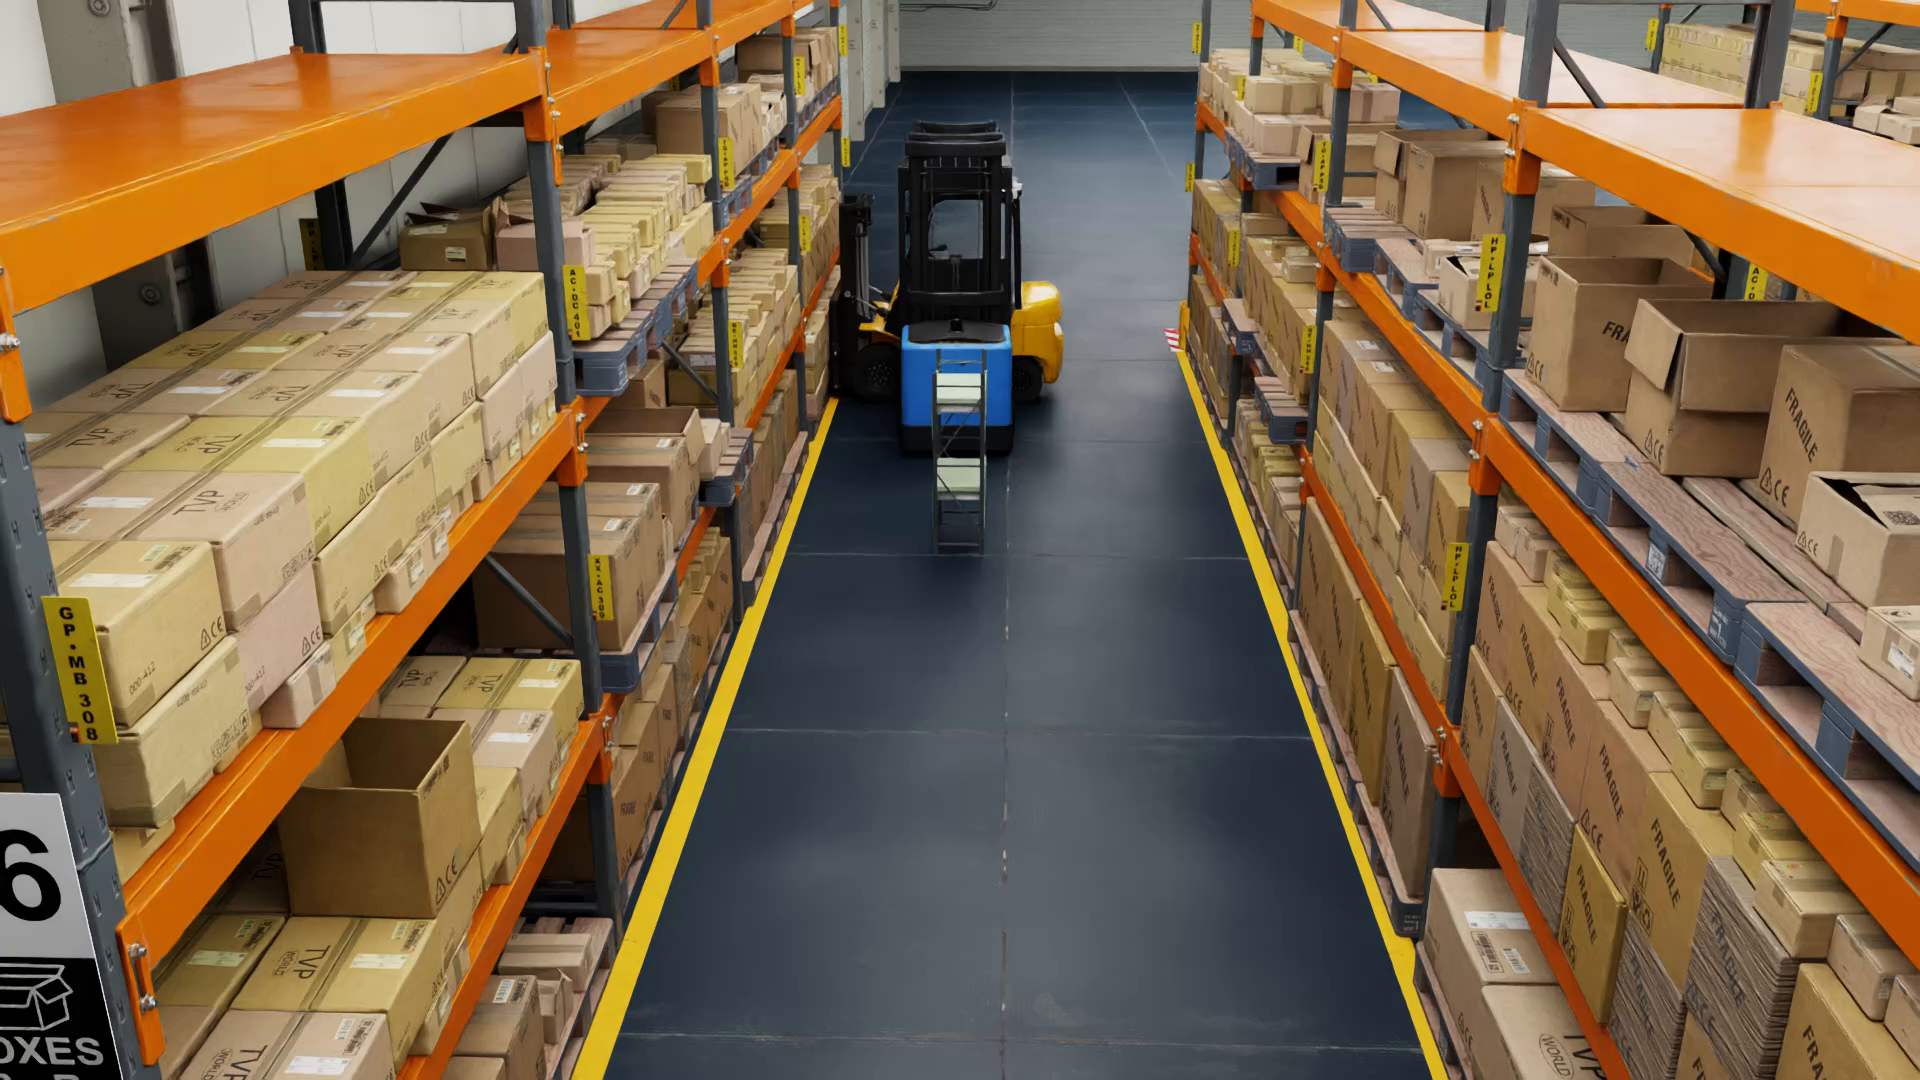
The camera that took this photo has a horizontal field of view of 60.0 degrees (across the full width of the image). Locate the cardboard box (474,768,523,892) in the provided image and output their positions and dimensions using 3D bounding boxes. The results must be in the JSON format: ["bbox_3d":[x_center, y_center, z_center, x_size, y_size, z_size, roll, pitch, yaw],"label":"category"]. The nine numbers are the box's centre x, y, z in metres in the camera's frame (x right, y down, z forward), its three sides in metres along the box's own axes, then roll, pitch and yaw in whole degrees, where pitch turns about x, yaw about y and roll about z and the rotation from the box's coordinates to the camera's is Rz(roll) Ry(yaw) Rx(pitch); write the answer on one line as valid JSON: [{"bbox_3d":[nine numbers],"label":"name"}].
[{"bbox_3d":[-1.994,1.098,6.349,0.500,0.250,0.500,0,21,1],"label":"cardboard box"}]

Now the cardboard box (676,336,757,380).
[{"bbox_3d":[-1.798,-1.330,12.326,0.500,0.250,0.500,1,21,3],"label":"cardboard box"}]

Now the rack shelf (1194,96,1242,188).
[{"bbox_3d":[3.072,-4.007,16.558,1.077,0.370,4.000,1,21,2],"label":"rack shelf"}]

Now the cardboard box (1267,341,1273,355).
[{"bbox_3d":[2.632,-1.536,13.107,0.380,0.149,0.250,0,21,0],"label":"cardboard box"}]

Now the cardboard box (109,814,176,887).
[{"bbox_3d":[-2.073,0.670,3.855,0.380,0.149,0.250,1,21,3],"label":"cardboard box"}]

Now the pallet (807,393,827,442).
[{"bbox_3d":[-1.884,-1.262,16.488,1.003,0.211,1.213,1,21,2],"label":"pallet"}]

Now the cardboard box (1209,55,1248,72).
[{"bbox_3d":[2.775,-4.923,17.169,0.380,0.149,0.250,1,21,1],"label":"cardboard box"}]

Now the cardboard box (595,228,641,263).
[{"bbox_3d":[-1.778,-1.429,8.136,0.380,0.149,0.250,0,21,1],"label":"cardboard box"}]

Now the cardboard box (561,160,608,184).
[{"bbox_3d":[-2.397,-2.260,10.304,0.380,0.149,0.250,1,21,2],"label":"cardboard box"}]

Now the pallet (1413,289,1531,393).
[{"bbox_3d":[2.746,-0.970,8.000,0.805,0.209,1.217,0,21,-1],"label":"pallet"}]

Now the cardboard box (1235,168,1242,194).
[{"bbox_3d":[3.312,-3.949,17.628,0.700,0.500,0.500,1,21,2],"label":"cardboard box"}]

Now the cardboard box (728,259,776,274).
[{"bbox_3d":[-1.789,-2.316,14.316,0.380,0.149,0.250,1,21,2],"label":"cardboard box"}]

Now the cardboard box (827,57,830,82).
[{"bbox_3d":[-1.558,-4.904,17.342,0.396,0.266,0.258,1,21,2],"label":"cardboard box"}]

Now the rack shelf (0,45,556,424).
[{"bbox_3d":[-2.255,-1.119,4.971,1.077,0.370,4.000,1,21,2],"label":"rack shelf"}]

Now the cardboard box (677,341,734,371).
[{"bbox_3d":[-1.768,-1.289,11.670,0.380,0.149,0.250,1,21,3],"label":"cardboard box"}]

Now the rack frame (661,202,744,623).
[{"bbox_3d":[-2.072,-0.828,11.517,1.000,3.000,0.127,1,21,2],"label":"rack frame"}]

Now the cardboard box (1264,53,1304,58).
[{"bbox_3d":[3.382,-5.010,17.392,0.380,0.149,0.250,0,21,1],"label":"cardboard box"}]

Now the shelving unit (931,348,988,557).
[{"bbox_3d":[0.000,-0.702,13.264,0.431,1.500,0.755,1,21,2],"label":"shelving unit"}]

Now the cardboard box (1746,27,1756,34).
[{"bbox_3d":[8.396,-5.236,17.257,0.380,0.149,0.250,1,21,3],"label":"cardboard box"}]

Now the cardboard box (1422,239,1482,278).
[{"bbox_3d":[2.675,-1.499,8.842,0.380,0.166,0.250,2,21,6],"label":"cardboard box"}]

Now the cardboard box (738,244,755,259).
[{"bbox_3d":[-2.207,-2.486,15.652,0.500,0.500,0.500,1,21,1],"label":"cardboard box"}]

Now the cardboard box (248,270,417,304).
[{"bbox_3d":[-2.493,-0.906,6.676,0.500,0.250,0.500,0,21,1],"label":"cardboard box"}]

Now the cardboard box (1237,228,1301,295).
[{"bbox_3d":[2.710,-2.436,14.530,0.500,0.500,0.500,1,21,3],"label":"cardboard box"}]

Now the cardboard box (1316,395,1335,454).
[{"bbox_3d":[2.627,-0.758,10.851,0.500,0.250,0.500,0,21,1],"label":"cardboard box"}]

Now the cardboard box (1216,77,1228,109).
[{"bbox_3d":[2.800,-4.402,16.376,0.500,0.250,0.500,1,21,3],"label":"cardboard box"}]

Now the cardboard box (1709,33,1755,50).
[{"bbox_3d":[7.715,-4.968,16.566,0.380,0.149,0.250,0,21,1],"label":"cardboard box"}]

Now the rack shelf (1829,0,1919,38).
[{"bbox_3d":[7.901,-3.755,12.314,1.077,0.370,4.000,1,21,2],"label":"rack shelf"}]

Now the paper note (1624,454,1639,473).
[{"bbox_3d":[2.128,-0.244,5.279,0.006,0.032,0.123,1,21,2],"label":"paper note"}]

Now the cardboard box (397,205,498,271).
[{"bbox_3d":[-2.253,-1.349,7.356,0.396,0.266,0.258,0,21,1],"label":"cardboard box"}]

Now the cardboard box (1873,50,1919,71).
[{"bbox_3d":[8.313,-4.226,14.655,0.380,0.149,0.250,1,21,2],"label":"cardboard box"}]

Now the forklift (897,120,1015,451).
[{"bbox_3d":[-0.051,-2.680,16.383,1.130,2.935,3.031,0,21,-1],"label":"forklift"}]

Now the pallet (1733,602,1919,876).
[{"bbox_3d":[2.658,0.492,4.089,1.003,0.211,1.213,1,21,2],"label":"pallet"}]

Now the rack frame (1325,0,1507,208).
[{"bbox_3d":[2.889,-3.572,10.294,1.000,3.000,0.127,1,21,2],"label":"rack frame"}]

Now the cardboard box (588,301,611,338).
[{"bbox_3d":[-1.787,-1.009,7.465,0.380,0.149,0.250,1,21,2],"label":"cardboard box"}]

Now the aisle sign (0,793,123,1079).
[{"bbox_3d":[-2.024,0.880,3.520,0.394,0.787,0.004,1,21,2],"label":"aisle sign"}]

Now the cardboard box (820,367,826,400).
[{"bbox_3d":[-1.605,-1.543,16.580,0.500,0.250,0.500,0,21,0],"label":"cardboard box"}]

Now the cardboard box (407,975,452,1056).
[{"bbox_3d":[-1.942,1.600,5.605,0.380,0.149,0.250,0,21,0],"label":"cardboard box"}]

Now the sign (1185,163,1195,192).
[{"bbox_3d":[2.590,-4.077,18.693,0.100,0.325,0.005,1,21,2],"label":"sign"}]

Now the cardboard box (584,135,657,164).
[{"bbox_3d":[-2.306,-2.664,11.589,0.500,0.250,0.500,1,21,2],"label":"cardboard box"}]

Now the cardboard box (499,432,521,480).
[{"bbox_3d":[-1.937,-0.344,6.471,0.380,0.149,0.250,1,21,3],"label":"cardboard box"}]

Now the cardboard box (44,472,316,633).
[{"bbox_3d":[-2.017,0.023,4.282,0.500,0.250,0.500,0,21,1],"label":"cardboard box"}]

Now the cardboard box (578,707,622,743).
[{"bbox_3d":[-1.957,0.925,8.564,0.380,0.149,0.250,0,21,-1],"label":"cardboard box"}]

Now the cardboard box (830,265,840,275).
[{"bbox_3d":[-1.531,-2.931,18.774,0.500,0.250,0.500,1,21,3],"label":"cardboard box"}]

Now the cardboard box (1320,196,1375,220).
[{"bbox_3d":[2.688,-2.262,11.413,0.380,0.149,0.250,1,21,2],"label":"cardboard box"}]

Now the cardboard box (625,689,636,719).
[{"bbox_3d":[-1.995,0.865,9.130,0.380,0.149,0.250,0,21,1],"label":"cardboard box"}]

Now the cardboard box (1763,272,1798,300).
[{"bbox_3d":[7.961,-2.407,15.377,0.875,0.550,0.550,1,21,2],"label":"cardboard box"}]

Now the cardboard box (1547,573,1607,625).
[{"bbox_3d":[2.472,0.242,6.340,0.380,0.149,0.250,0,21,1],"label":"cardboard box"}]

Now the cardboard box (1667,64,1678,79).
[{"bbox_3d":[7.746,-4.961,17.649,0.380,0.149,0.250,1,21,2],"label":"cardboard box"}]

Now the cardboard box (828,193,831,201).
[{"bbox_3d":[-1.606,-3.755,18.026,0.380,0.149,0.250,1,21,3],"label":"cardboard box"}]

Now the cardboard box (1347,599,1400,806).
[{"bbox_3d":[2.726,0.914,9.382,0.875,0.875,0.875,1,21,3],"label":"cardboard box"}]

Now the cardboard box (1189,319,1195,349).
[{"bbox_3d":[2.832,-2.293,18.512,0.500,0.250,0.500,0,21,1],"label":"cardboard box"}]

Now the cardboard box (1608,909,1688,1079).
[{"bbox_3d":[2.432,1.526,5.310,0.500,0.500,0.500,1,21,3],"label":"cardboard box"}]

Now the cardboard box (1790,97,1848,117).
[{"bbox_3d":[7.653,-3.862,14.818,0.380,0.149,0.250,1,21,1],"label":"cardboard box"}]

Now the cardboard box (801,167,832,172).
[{"bbox_3d":[-1.605,-3.987,18.212,0.380,0.149,0.250,1,21,2],"label":"cardboard box"}]

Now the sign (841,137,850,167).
[{"bbox_3d":[-1.287,-4.360,18.691,0.100,0.325,0.005,1,21,2],"label":"sign"}]

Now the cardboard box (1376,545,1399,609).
[{"bbox_3d":[2.580,0.210,9.048,0.500,0.250,0.500,0,21,0],"label":"cardboard box"}]

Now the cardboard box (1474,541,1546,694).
[{"bbox_3d":[2.511,0.328,7.016,0.500,0.500,0.500,1,21,2],"label":"cardboard box"}]

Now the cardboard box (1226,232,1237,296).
[{"bbox_3d":[2.776,-2.570,15.456,0.500,0.500,0.500,0,21,0],"label":"cardboard box"}]

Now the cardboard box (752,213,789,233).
[{"bbox_3d":[-1.744,-2.970,15.590,0.380,0.149,0.250,1,21,2],"label":"cardboard box"}]
